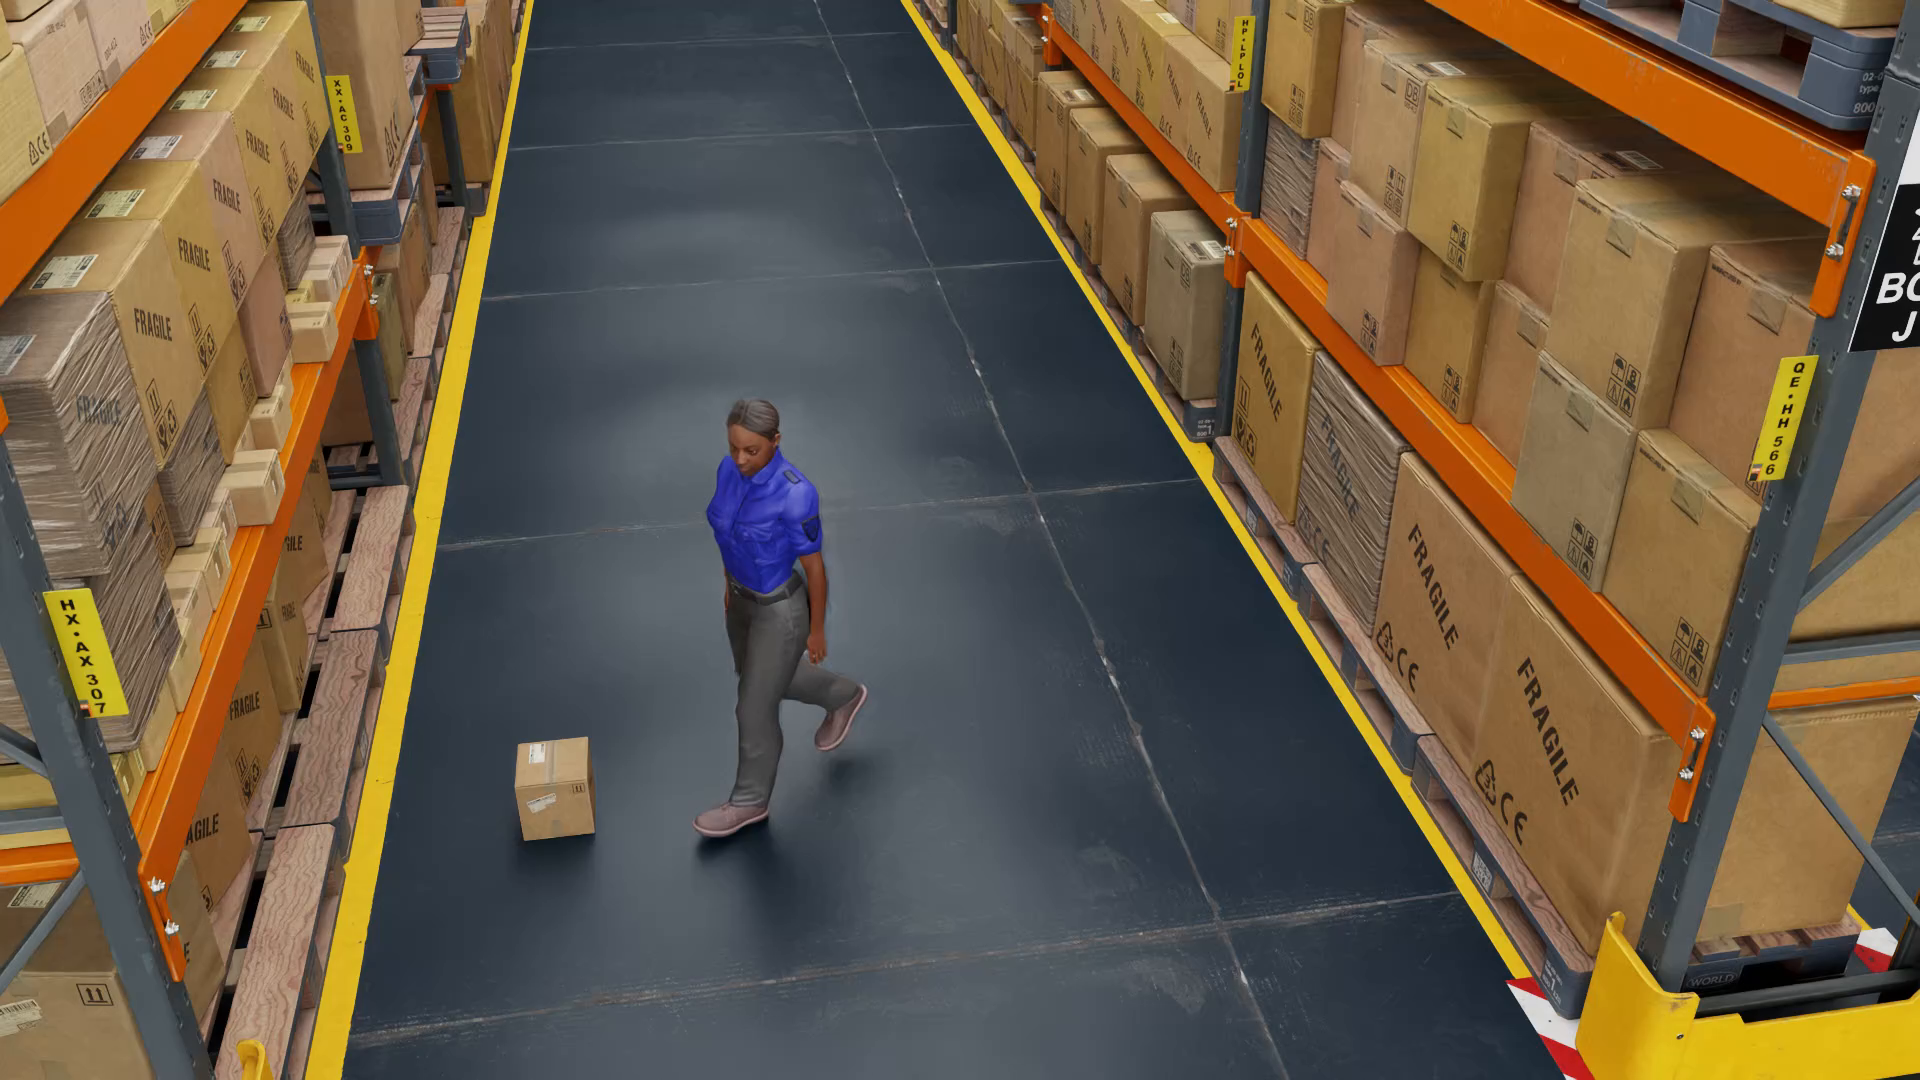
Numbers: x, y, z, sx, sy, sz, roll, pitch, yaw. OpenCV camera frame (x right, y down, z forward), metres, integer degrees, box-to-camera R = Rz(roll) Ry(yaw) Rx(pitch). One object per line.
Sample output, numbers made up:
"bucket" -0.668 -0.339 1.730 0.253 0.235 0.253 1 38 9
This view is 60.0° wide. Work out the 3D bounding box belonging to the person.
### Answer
"person" -0.638 0.178 5.767 0.580 1.579 0.482 -22 38 -33
